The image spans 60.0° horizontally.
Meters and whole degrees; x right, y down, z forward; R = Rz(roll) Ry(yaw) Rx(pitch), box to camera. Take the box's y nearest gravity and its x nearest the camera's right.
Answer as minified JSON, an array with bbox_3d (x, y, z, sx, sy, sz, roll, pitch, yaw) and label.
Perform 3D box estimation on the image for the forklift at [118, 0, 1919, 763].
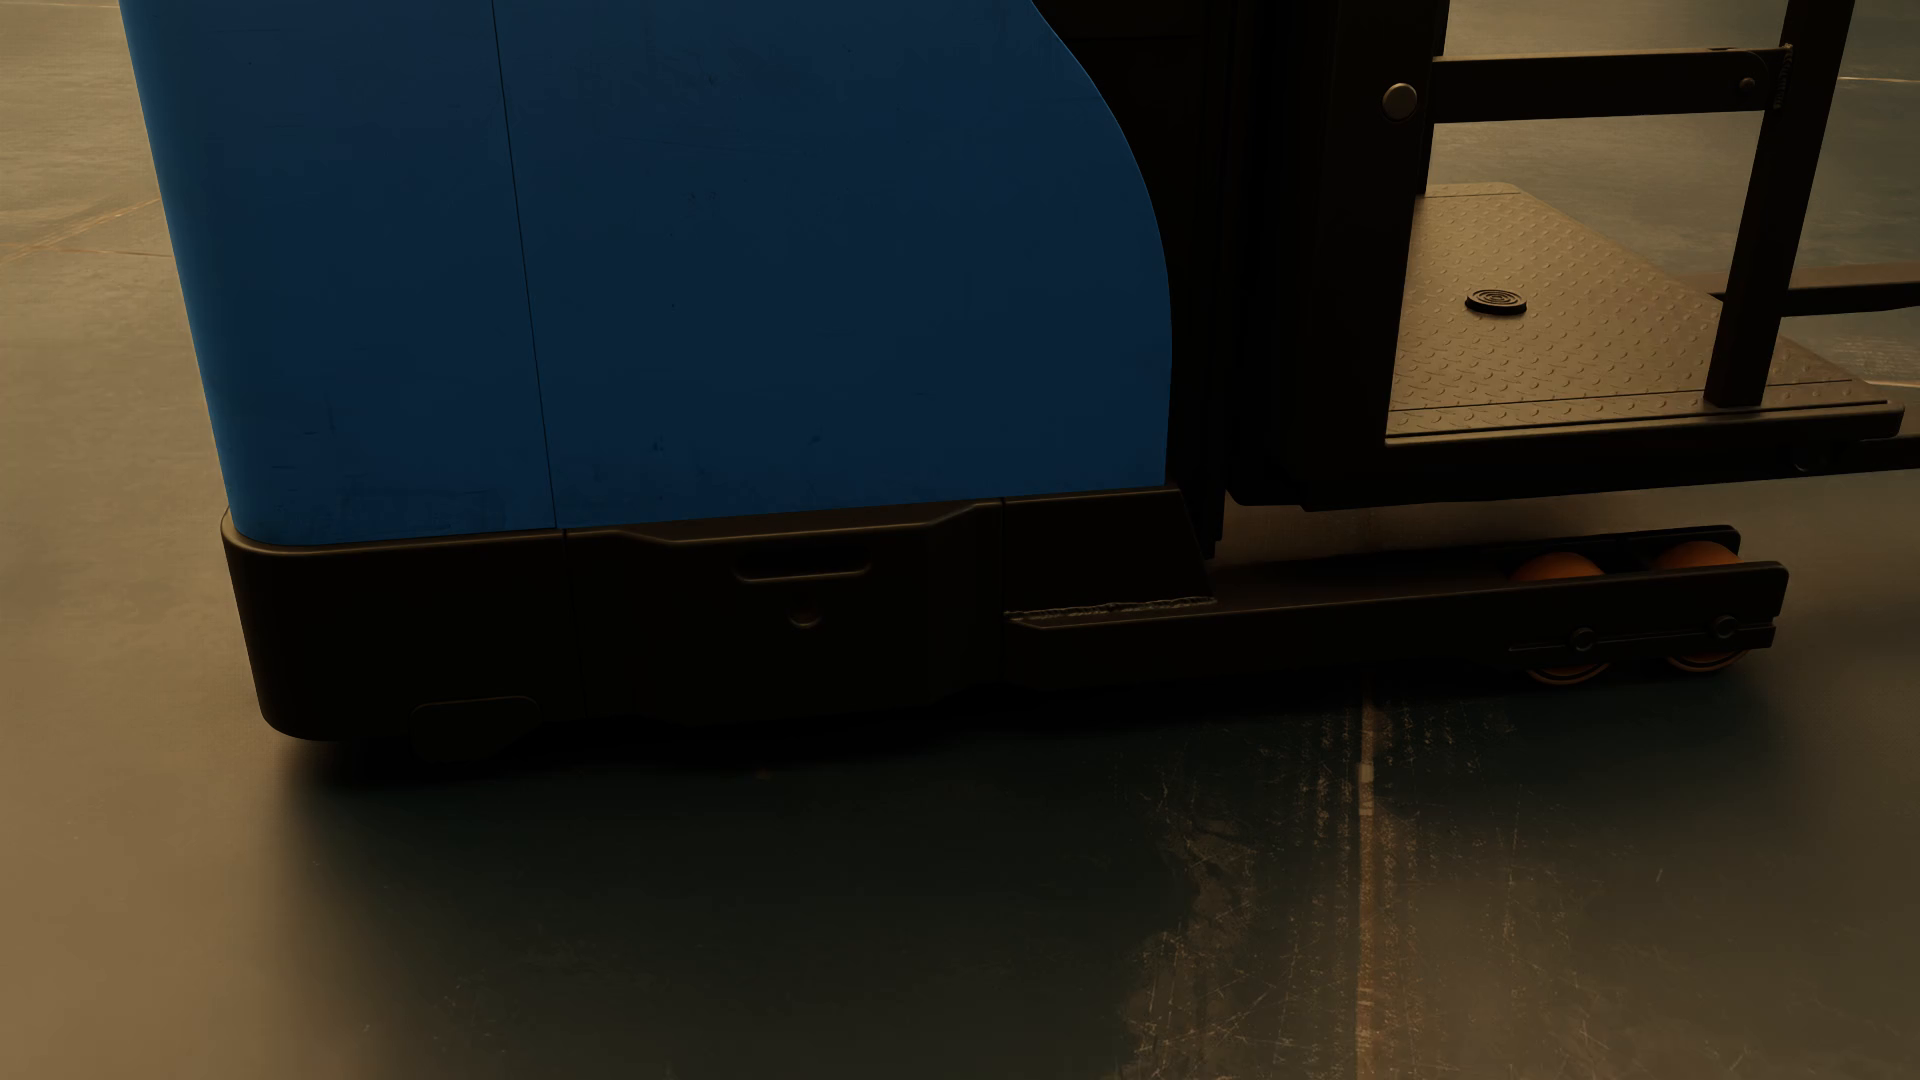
[{"bbox_3d":[0.600,-1.354,1.930,3.031,2.935,1.130,-4,27,-9],"label":"forklift"}]
